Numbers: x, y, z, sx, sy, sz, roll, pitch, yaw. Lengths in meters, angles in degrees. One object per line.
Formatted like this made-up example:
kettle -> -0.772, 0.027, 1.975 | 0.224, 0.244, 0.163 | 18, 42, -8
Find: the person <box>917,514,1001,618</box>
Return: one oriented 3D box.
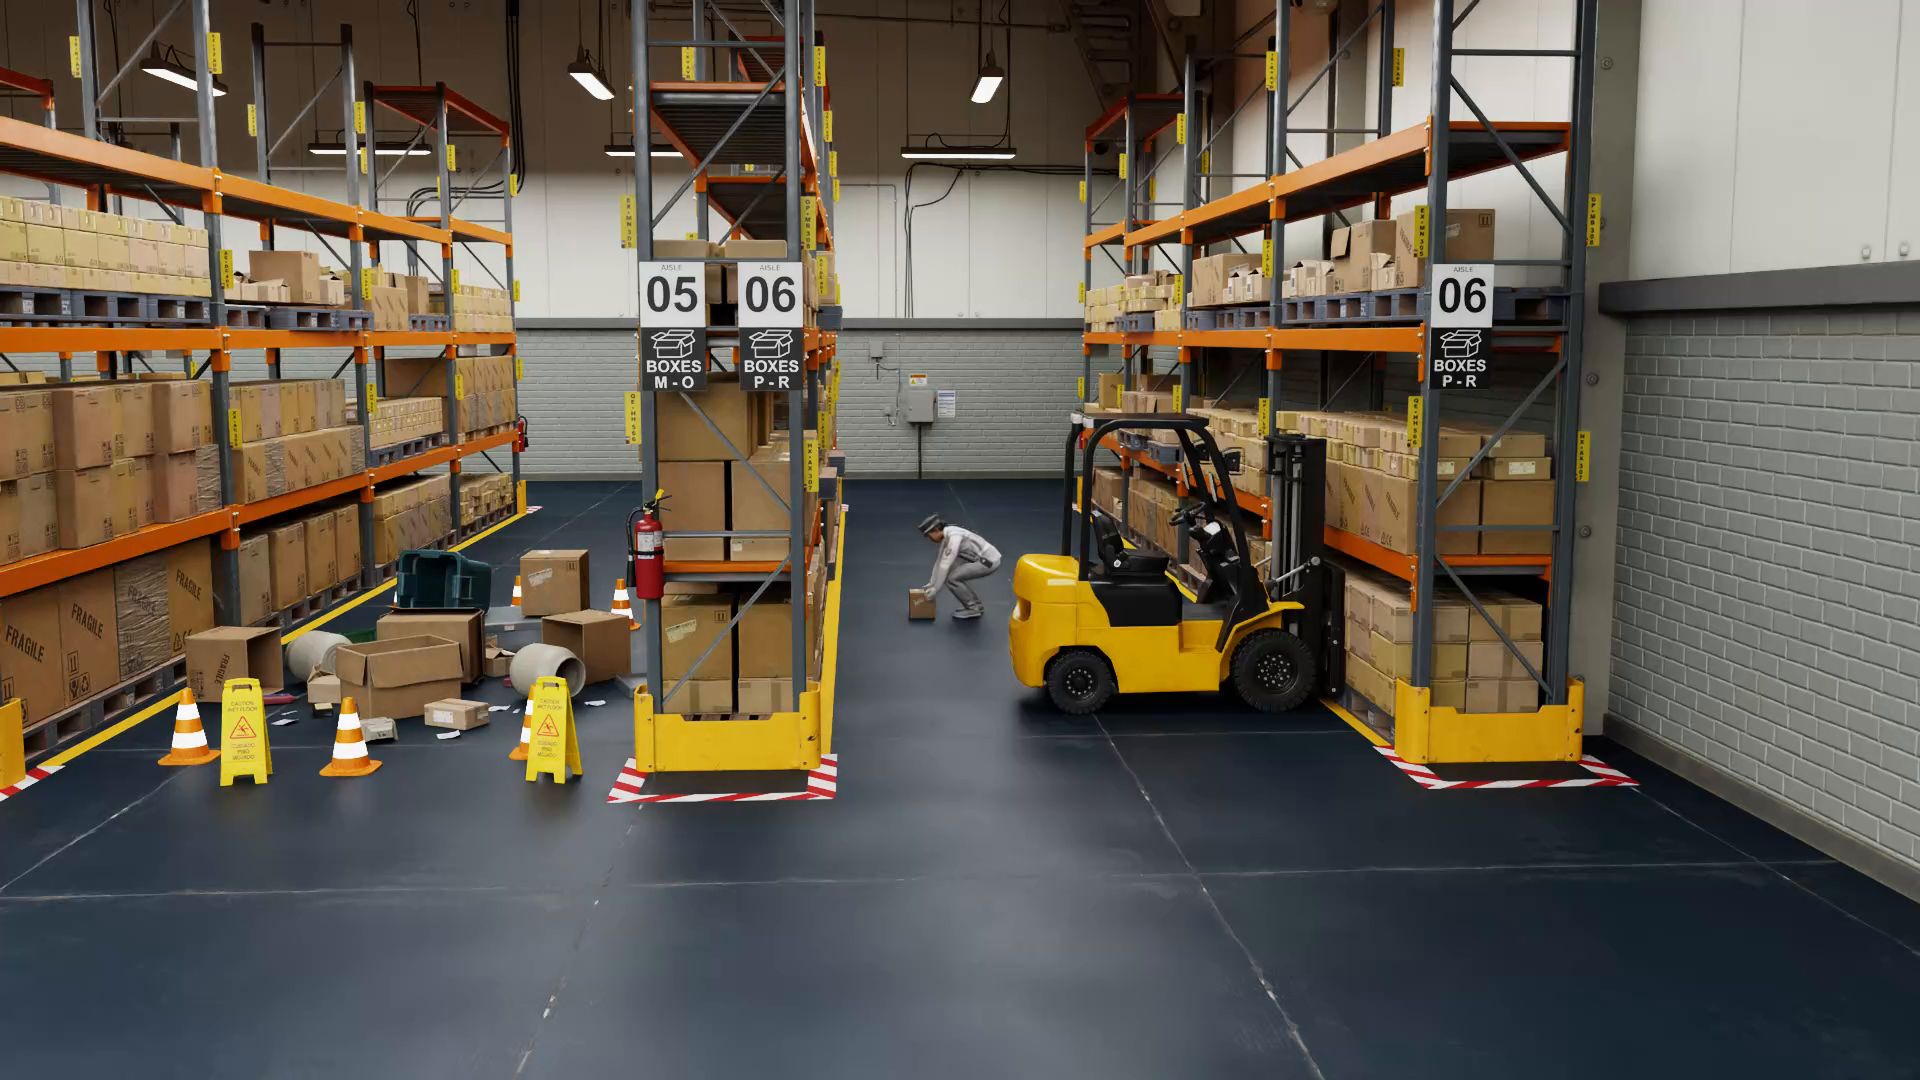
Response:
person -> -0.008, 0.248, 16.367 | 0.836, 1.028, 0.498 | 0, 7, -4
